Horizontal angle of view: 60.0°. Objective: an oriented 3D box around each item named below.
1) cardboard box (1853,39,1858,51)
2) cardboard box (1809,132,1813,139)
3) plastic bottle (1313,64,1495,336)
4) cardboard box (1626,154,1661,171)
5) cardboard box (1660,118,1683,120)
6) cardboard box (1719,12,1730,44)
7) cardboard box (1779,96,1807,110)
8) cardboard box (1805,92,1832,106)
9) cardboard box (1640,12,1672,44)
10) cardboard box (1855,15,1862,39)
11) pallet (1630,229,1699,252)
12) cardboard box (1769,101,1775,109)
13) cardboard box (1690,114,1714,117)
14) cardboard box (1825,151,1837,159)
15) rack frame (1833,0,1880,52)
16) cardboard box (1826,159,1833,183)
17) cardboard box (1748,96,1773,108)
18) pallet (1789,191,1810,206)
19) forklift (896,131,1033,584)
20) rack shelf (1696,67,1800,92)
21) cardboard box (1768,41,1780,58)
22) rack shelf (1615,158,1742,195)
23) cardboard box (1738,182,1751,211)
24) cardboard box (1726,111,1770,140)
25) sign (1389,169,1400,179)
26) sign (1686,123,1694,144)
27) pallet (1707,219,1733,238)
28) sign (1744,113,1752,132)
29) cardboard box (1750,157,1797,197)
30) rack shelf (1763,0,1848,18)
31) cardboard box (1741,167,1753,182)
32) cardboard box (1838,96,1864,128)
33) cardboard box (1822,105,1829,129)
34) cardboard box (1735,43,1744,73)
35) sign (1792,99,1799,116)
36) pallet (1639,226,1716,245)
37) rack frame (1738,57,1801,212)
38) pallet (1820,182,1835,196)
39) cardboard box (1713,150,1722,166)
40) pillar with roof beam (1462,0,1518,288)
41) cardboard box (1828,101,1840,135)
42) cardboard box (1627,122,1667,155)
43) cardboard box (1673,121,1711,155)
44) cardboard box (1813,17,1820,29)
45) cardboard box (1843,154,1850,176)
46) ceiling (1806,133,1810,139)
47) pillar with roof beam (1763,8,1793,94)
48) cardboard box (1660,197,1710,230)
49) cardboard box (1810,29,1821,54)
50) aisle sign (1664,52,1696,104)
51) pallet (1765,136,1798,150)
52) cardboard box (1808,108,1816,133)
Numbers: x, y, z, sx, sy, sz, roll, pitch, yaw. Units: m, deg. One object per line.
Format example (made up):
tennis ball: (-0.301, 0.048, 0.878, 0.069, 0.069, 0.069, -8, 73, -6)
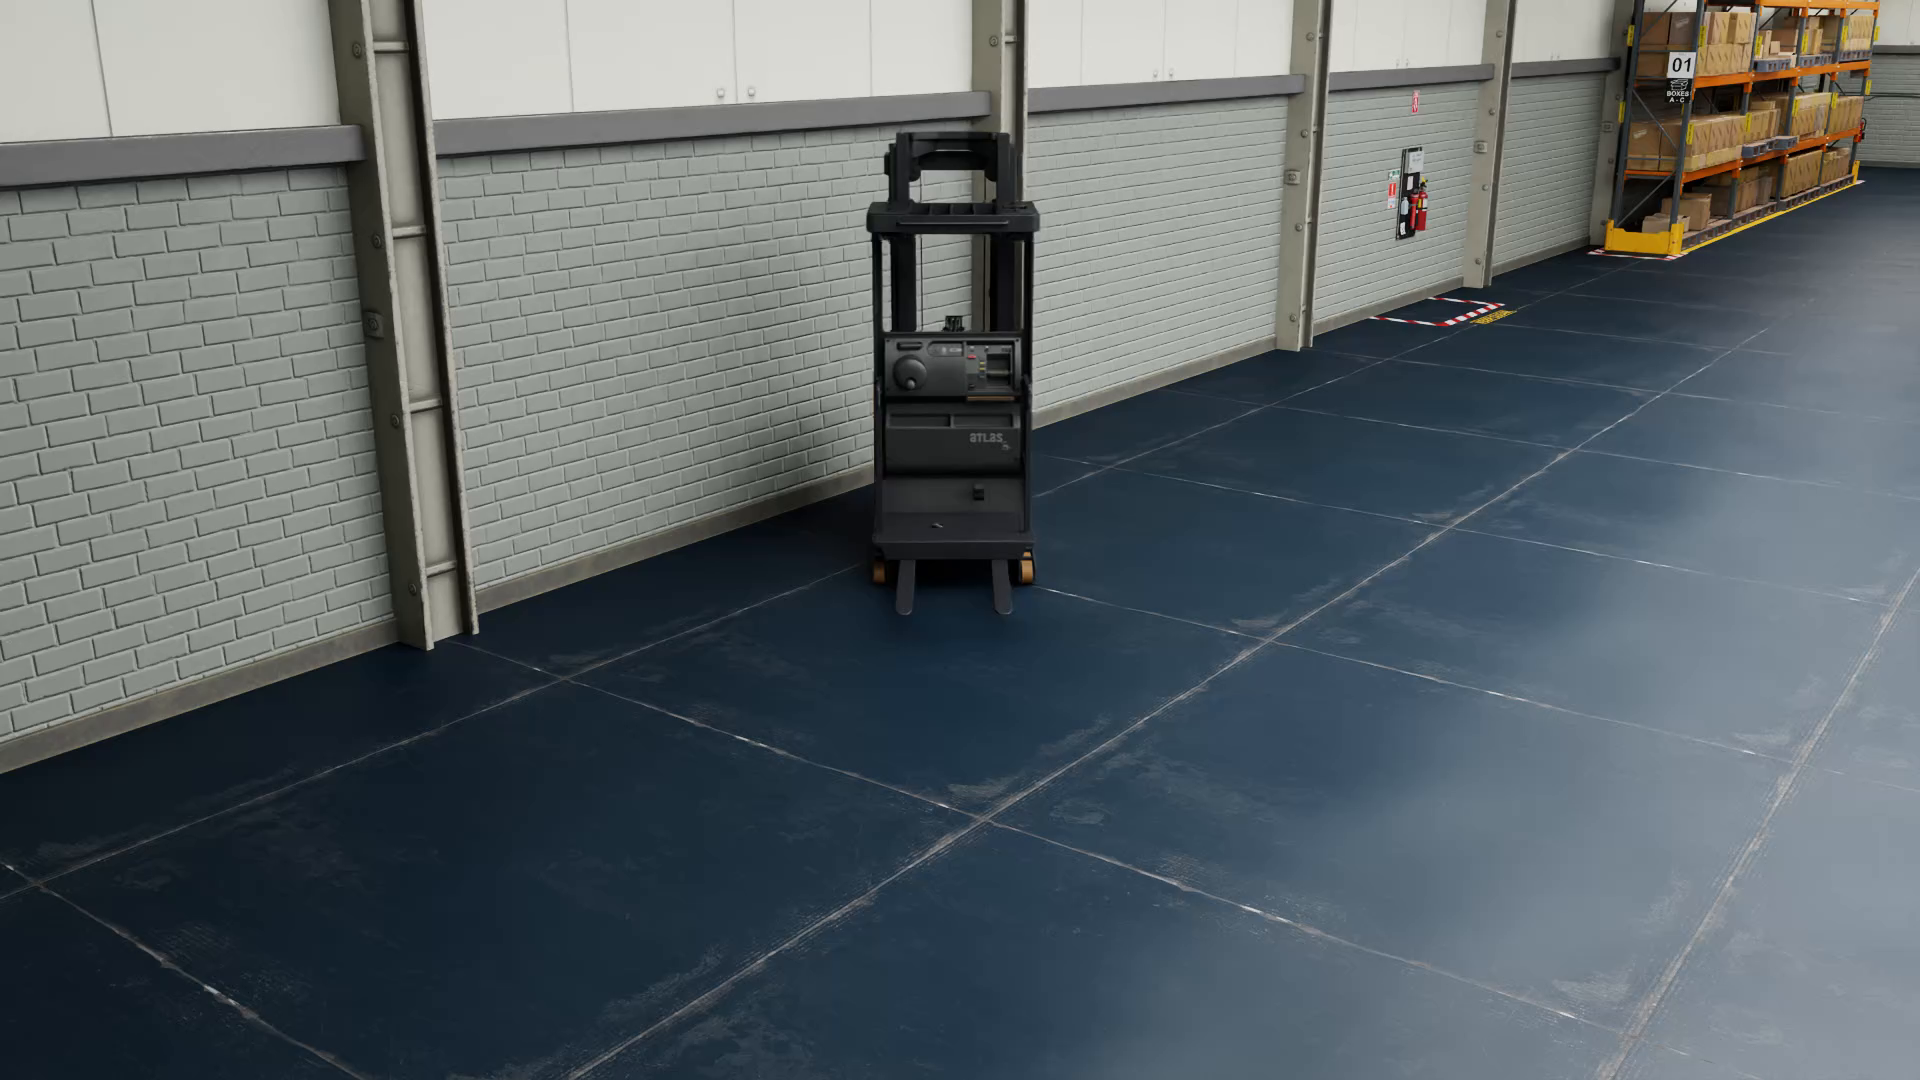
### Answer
cardboard box: (19.726, -11.061, 37.121, 0.500, 0.250, 0.500, 12, 21, 33)
cardboard box: (17.883, -8.612, 35.309, 0.380, 0.149, 0.250, 12, 21, 35)
plastic bottle: (5.661, -4.465, 21.394, 0.200, 3.100, 6.000, 12, 21, 35)
cardboard box: (11.460, -6.316, 27.745, 0.500, 0.250, 0.500, 13, 21, 35)
cardboard box: (12.360, -7.041, 28.813, 0.500, 0.500, 0.500, 13, 21, 35)
cardboard box: (12.398, -8.484, 27.559, 0.500, 0.500, 0.500, 13, 22, 36)
cardboard box: (16.902, -8.887, 33.834, 0.500, 0.250, 0.500, 12, 21, 34)
cardboard box: (18.415, -9.492, 35.784, 0.500, 0.250, 0.500, 13, 22, 36)
cardboard box: (11.385, -8.349, 27.126, 0.500, 0.500, 0.500, 14, 22, 37)
cardboard box: (19.729, -11.421, 37.017, 0.500, 0.500, 0.500, 13, 21, 35)
pallet: (11.895, -5.107, 28.332, 1.003, 0.211, 1.213, 12, 21, 35)
cardboard box: (15.923, -8.619, 32.935, 0.380, 0.149, 0.250, 9, 20, 28)
cardboard box: (13.273, -7.407, 29.992, 0.500, 0.500, 0.500, 12, 21, 33)
cardboard box: (19.677, -8.741, 37.748, 0.380, 0.149, 0.250, 12, 21, 33)
rack frame: (24.032, -7.906, 27.264, 20.791, 5.808, 16.191, 12, 21, 35)
cardboard box: (19.318, -8.377, 37.668, 0.700, 0.500, 0.500, 12, 21, 34)
cardboard box: (16.166, -8.850, 33.715, 0.500, 0.250, 0.500, 13, 22, 36)
pallet: (17.362, -7.270, 35.300, 1.003, 0.211, 1.213, 12, 21, 35)
forklift: (24.188, -3.707, 18.862, 49.673, 3.159, 19.070, 0, 17, 0)
rack shelf: (14.913, -8.751, 31.521, 1.077, 0.370, 4.000, 12, 21, 35)
cardboard box: (15.257, -9.337, 31.988, 0.797, 0.503, 0.637, 16, 24, 42)
rack shelf: (12.529, -6.366, 28.898, 1.077, 0.370, 4.000, 12, 21, 35)
cardboard box: (14.750, -6.627, 31.998, 0.700, 0.500, 0.500, 13, 21, 35)
cardboard box: (15.108, -7.982, 31.978, 0.700, 0.500, 0.500, 12, 21, 35)
sign: (5.580, -4.698, 21.360, 0.001, 0.109, 0.331, 12, 21, 35)
sign: (11.773, -6.551, 26.820, 0.100, 0.325, 0.005, 12, 21, 35)
pallet: (13.349, -5.688, 30.203, 1.003, 0.211, 1.213, 12, 21, 35)
sign: (14.161, -7.505, 29.894, 0.100, 0.325, 0.005, 12, 21, 35)
cardboard box: (16.648, -7.464, 34.139, 0.750, 0.750, 0.750, 12, 21, 34)
rack shelf: (17.296, -10.945, 34.203, 1.077, 0.370, 4.000, 12, 21, 35)
cardboard box: (15.025, -7.084, 32.206, 0.500, 0.250, 0.500, 12, 21, 34)
cardboard box: (20.575, -10.064, 39.087, 0.980, 0.700, 0.700, 14, 22, 37)
cardboard box: (18.415, -9.136, 35.901, 0.500, 0.500, 0.500, 12, 21, 34)
cardboard box: (13.307, -8.393, 28.954, 0.500, 0.500, 0.500, 10, 20, 30)
sign: (16.546, -8.560, 32.931, 0.100, 0.325, 0.005, 12, 21, 35)
pallet: (12.623, -5.396, 29.264, 1.003, 0.211, 1.213, 12, 21, 35)
rack frame: (16.104, -8.138, 33.393, 1.000, 3.000, 0.127, 12, 21, 35)
pallet: (19.004, -7.927, 37.413, 1.003, 0.211, 1.213, 12, 21, 35)
cardboard box: (12.793, -6.597, 28.650, 0.500, 0.250, 0.500, 13, 21, 35)
pillar with roof beam: (10.942, -7.228, 20.345, 9.100, 9.000, 0.400, 12, 21, 35)
cardboard box: (18.824, -9.361, 36.823, 0.980, 0.700, 0.700, 13, 21, 36)
cardboard box: (11.448, -6.679, 27.648, 0.500, 0.500, 0.500, 12, 21, 34)
cardboard box: (12.166, -6.706, 27.734, 0.500, 0.500, 0.500, 12, 21, 35)
cardboard box: (17.858, -10.953, 35.224, 0.500, 0.250, 0.500, 14, 22, 39)
cardboard box: (20.534, -8.866, 39.243, 0.700, 0.500, 0.500, 12, 21, 35)
ceiling: (15.220, -5.958, 14.047, 21.274, 7.690, 36.812, 12, 21, 35)
pillar with roof beam: (21.667, -11.515, 34.151, 9.100, 9.000, 0.400, 12, 21, 35)
cardboard box: (12.639, -5.700, 29.014, 0.700, 0.500, 0.500, 11, 20, 31)
cardboard box: (17.595, -10.447, 34.860, 0.700, 0.500, 0.500, 12, 21, 34)
aisle sign: (11.536, -7.404, 26.646, 0.394, 0.787, 0.004, 12, 21, 35)
pallet: (15.765, -7.858, 32.814, 1.213, 0.211, 1.003, 12, 21, 35)
cardboard box: (17.519, -8.775, 34.738, 0.500, 0.500, 0.500, 13, 22, 36)
